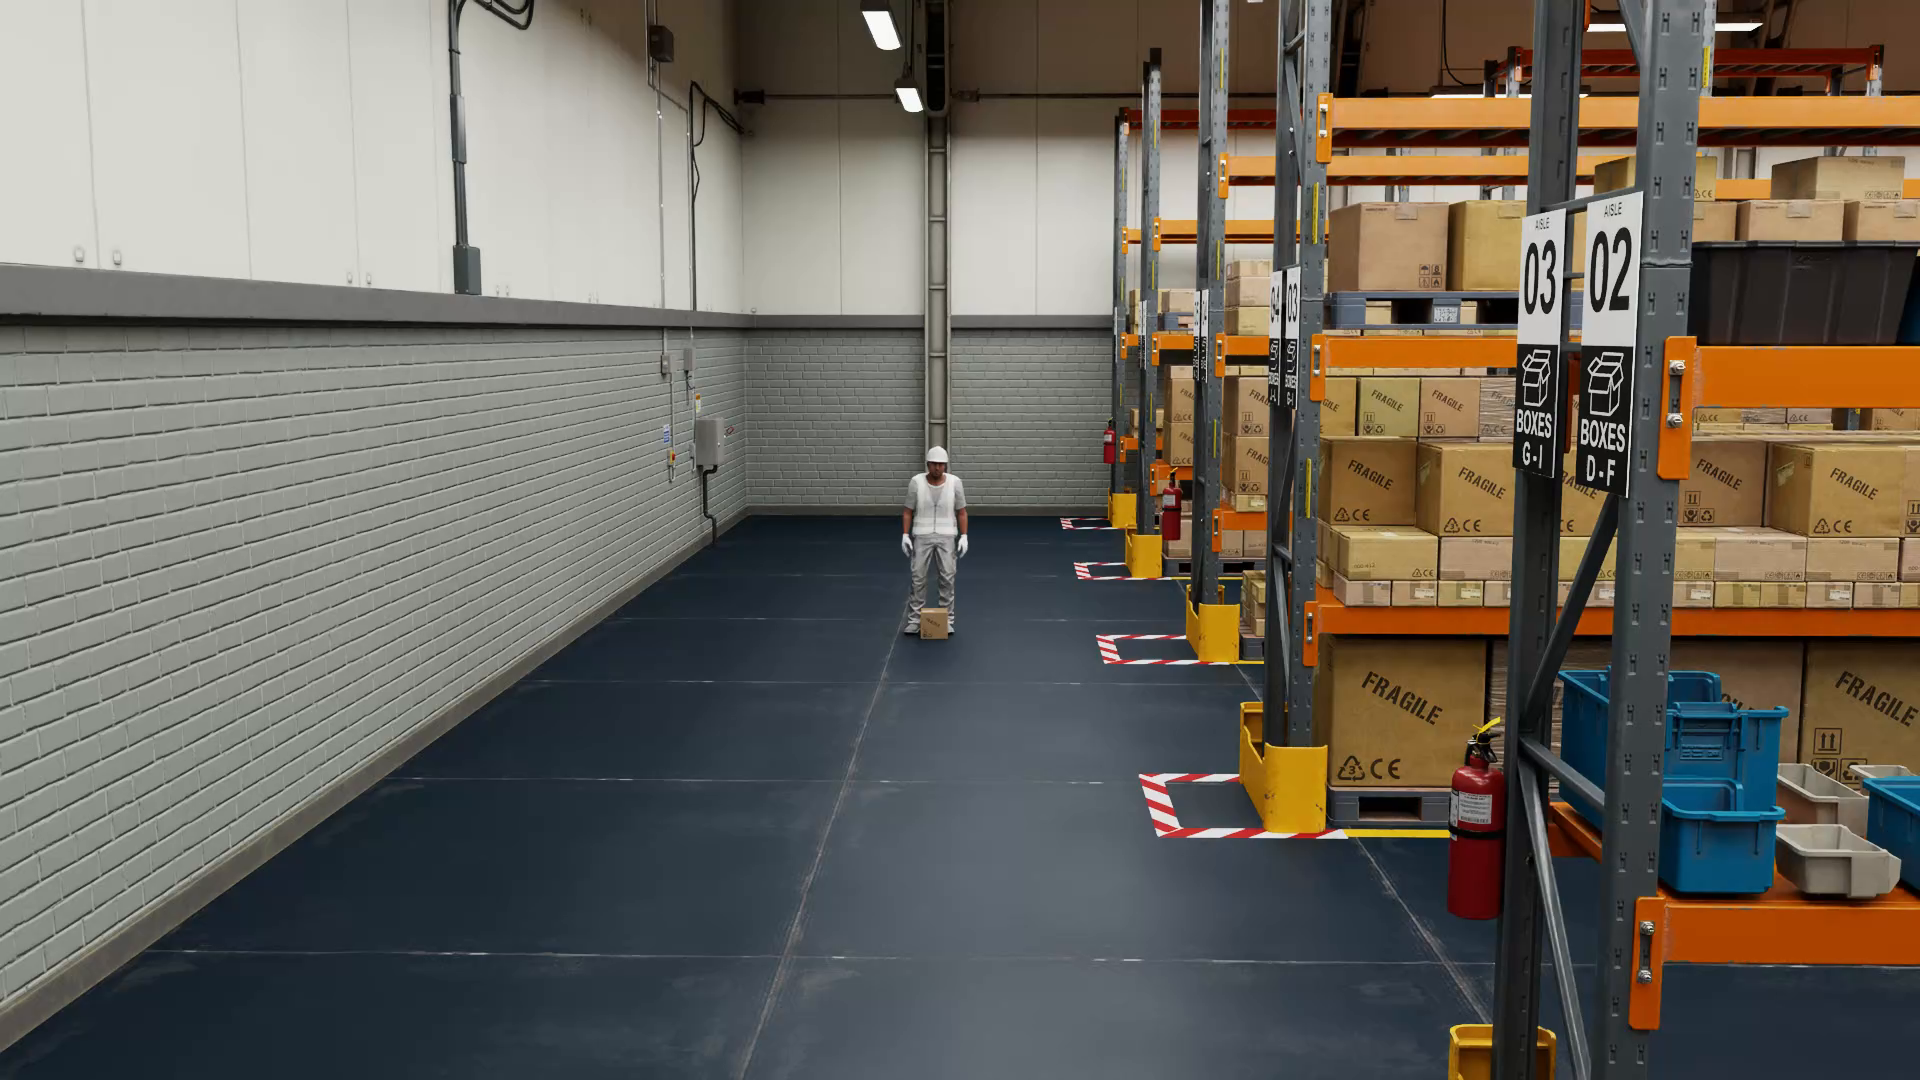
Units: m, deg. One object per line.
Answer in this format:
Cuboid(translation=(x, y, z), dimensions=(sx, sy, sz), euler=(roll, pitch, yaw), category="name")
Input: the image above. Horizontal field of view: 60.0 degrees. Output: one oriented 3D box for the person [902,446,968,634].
Cuboid(translation=(-0.237, -0.002, 15.727), dimensions=(0.632, 1.776, 0.444), euler=(0, 7, -1), category="person")
